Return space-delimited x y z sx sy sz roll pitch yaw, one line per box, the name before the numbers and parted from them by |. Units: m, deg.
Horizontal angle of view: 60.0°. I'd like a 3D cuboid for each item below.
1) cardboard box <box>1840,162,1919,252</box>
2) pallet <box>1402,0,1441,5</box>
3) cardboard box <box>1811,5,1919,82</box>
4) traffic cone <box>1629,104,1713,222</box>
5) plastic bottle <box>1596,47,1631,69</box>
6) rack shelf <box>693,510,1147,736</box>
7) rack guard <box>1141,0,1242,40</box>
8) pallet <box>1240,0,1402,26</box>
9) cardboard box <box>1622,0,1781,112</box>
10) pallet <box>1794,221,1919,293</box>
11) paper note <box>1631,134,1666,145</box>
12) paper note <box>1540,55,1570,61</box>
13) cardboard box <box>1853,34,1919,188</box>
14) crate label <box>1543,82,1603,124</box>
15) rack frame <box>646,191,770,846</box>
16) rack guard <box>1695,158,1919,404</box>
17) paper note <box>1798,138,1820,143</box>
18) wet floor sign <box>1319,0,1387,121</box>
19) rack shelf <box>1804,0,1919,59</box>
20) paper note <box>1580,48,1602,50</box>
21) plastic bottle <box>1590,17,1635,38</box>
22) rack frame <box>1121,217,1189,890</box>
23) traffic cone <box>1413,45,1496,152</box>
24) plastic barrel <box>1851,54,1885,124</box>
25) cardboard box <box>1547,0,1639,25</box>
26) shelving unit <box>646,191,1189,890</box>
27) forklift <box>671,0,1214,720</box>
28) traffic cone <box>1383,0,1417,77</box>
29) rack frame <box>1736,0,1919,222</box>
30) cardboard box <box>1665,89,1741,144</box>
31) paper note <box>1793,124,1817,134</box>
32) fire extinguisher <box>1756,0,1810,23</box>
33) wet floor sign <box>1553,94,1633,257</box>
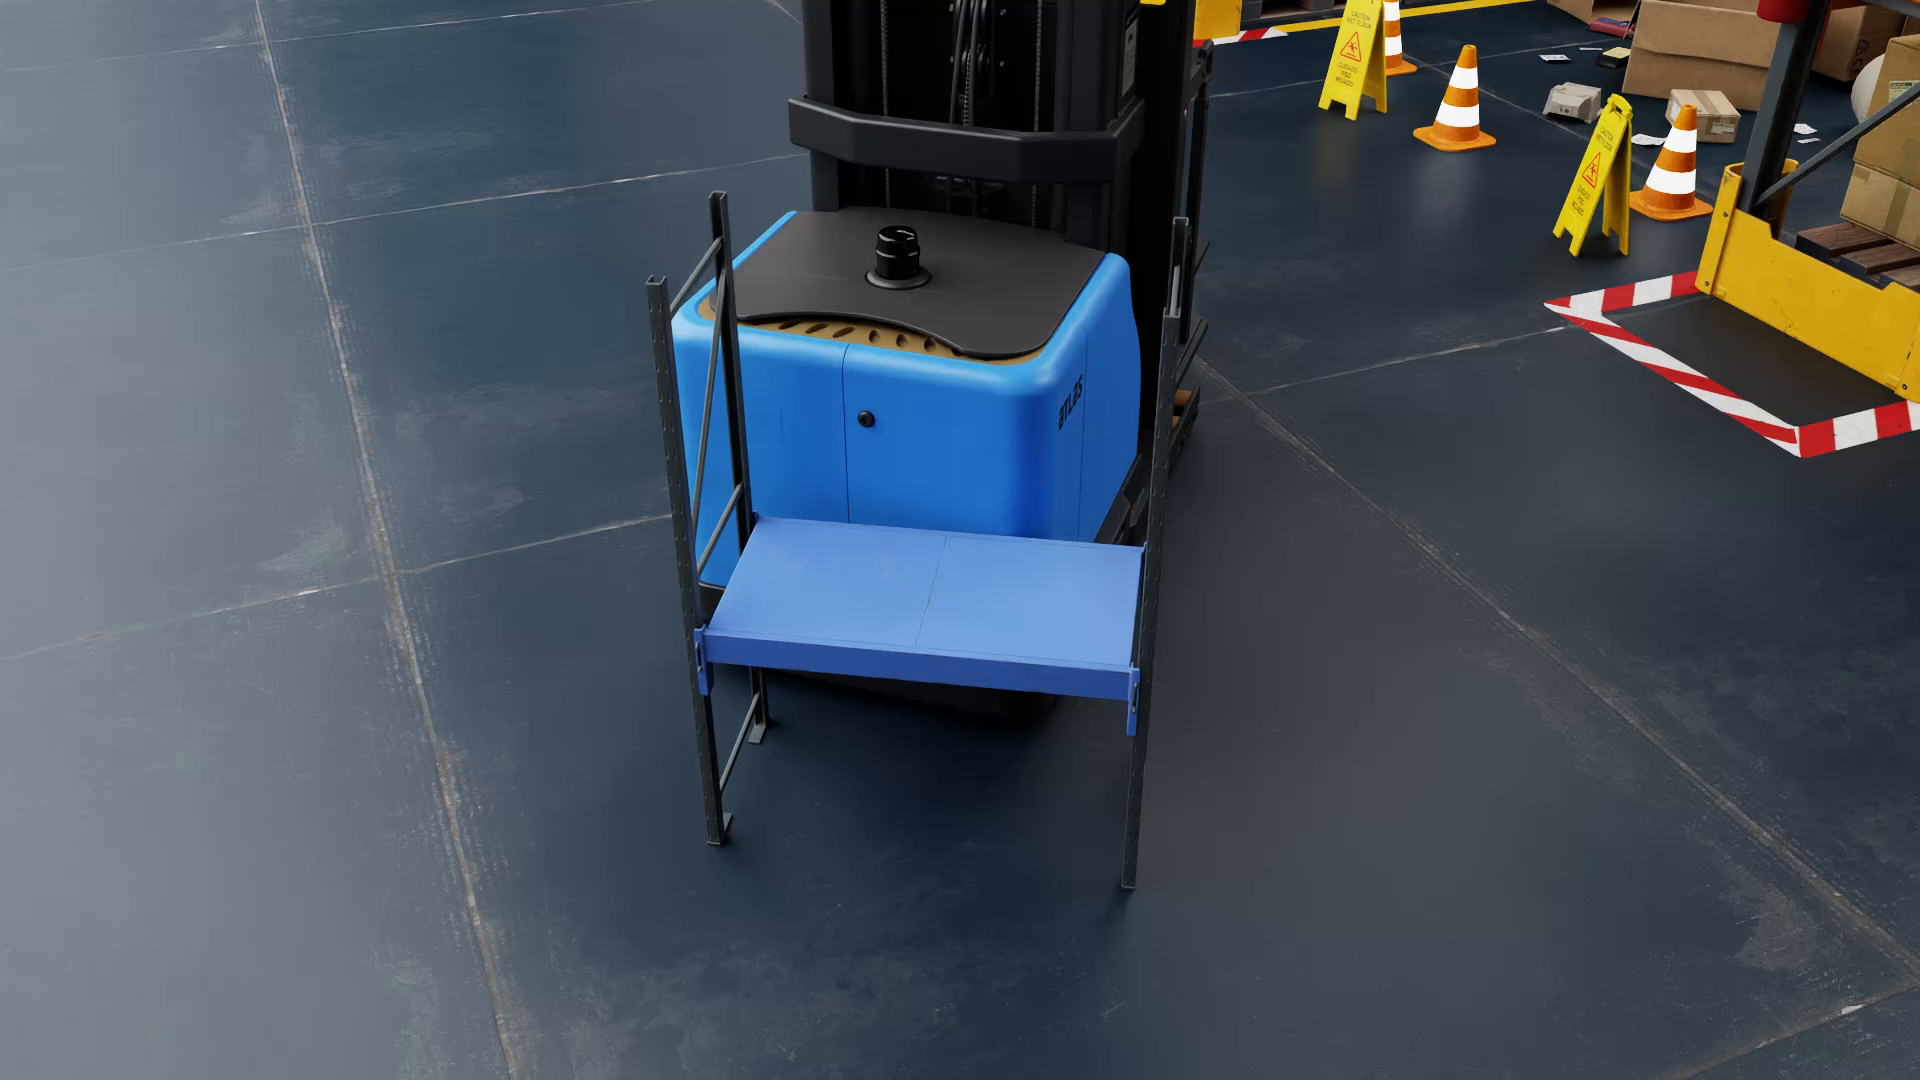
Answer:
cardboard box | 3.990 -1.380 6.757 0.500 0.250 0.500 -13 35 -19
pallet | 3.147 -3.808 10.909 1.213 0.211 1.003 -13 35 -19
cardboard box | 4.825 -2.901 9.123 0.503 0.637 0.797 -13 35 -19
traffic cone | 3.223 -1.722 7.472 0.334 0.463 0.336 -13 35 -19
plastic bottle | 3.729 -2.733 9.394 0.283 0.061 0.133 -27 42 -35
rack shelf | -0.065 0.181 3.926 1.000 0.185 0.538 5 33 7
rack guard | 1.295 -3.460 10.110 0.348 0.500 1.175 -13 35 -19
pallet | 2.024 -3.552 10.516 1.213 0.211 1.003 -13 35 -19
cardboard box | 3.966 -2.643 8.851 0.797 0.503 0.637 16 36 23
pallet | 4.159 -1.046 6.665 1.213 0.211 1.003 -13 35 -19
paper note | 3.427 -2.001 8.298 0.142 0.019 0.148 -27 42 -35
paper note | 3.382 -2.737 9.429 0.142 0.017 0.144 -2 33 -2
cardboard box | 3.964 -1.683 6.536 0.500 0.500 0.500 -13 35 -19
crate label | 3.181 -2.269 8.611 0.250 0.136 0.298 23 39 30
rack frame | -0.568 -0.011 3.890 0.032 1.500 0.500 5 33 7
rack guard | 3.396 -1.014 6.350 0.348 0.500 1.175 -13 35 -19
paper note | 4.243 -1.996 8.308 0.123 0.001 0.032 -13 35 -19
wet floor sign | 2.057 -2.525 8.538 0.232 0.644 0.267 -19 38 -27
rack shelf | 5.170 -2.166 6.488 4.000 0.370 1.077 -13 35 -19
paper note | 3.642 -2.834 9.597 0.123 0.001 0.032 4 33 6
plastic bottle | 3.896 -3.030 9.851 0.133 0.061 0.283 -27 42 -35
rack frame | 0.437 0.071 3.764 0.032 1.500 0.500 5 33 7
traffic cone | 2.480 -2.208 8.219 0.334 0.463 0.336 -13 35 -19
plastic barrel | 4.645 -2.163 8.186 0.421 0.421 0.512 10 34 14
cardboard box | 3.971 -3.467 10.118 0.500 0.500 0.500 -7 34 -11
shelving unit | -0.065 0.030 3.827 1.048 1.500 0.538 5 33 7
forklift | 0.200 -1.551 4.946 1.130 2.935 3.031 10 34 16
traffic cone | 2.356 -2.848 9.203 0.334 0.463 0.336 -13 35 -19
rack frame | 3.326 -2.045 5.643 0.127 3.000 1.000 -13 35 -19
cardboard box | 3.752 -2.143 8.407 0.250 0.149 0.380 4 33 6
paper note | 4.269 -2.101 8.461 0.142 0.019 0.148 -2 33 -2
fire extinguisher | 3.042 -2.221 5.983 0.183 0.674 0.296 -13 35 -19
wet floor sign | 2.737 -1.557 7.051 0.232 0.644 0.267 -2 33 -2
